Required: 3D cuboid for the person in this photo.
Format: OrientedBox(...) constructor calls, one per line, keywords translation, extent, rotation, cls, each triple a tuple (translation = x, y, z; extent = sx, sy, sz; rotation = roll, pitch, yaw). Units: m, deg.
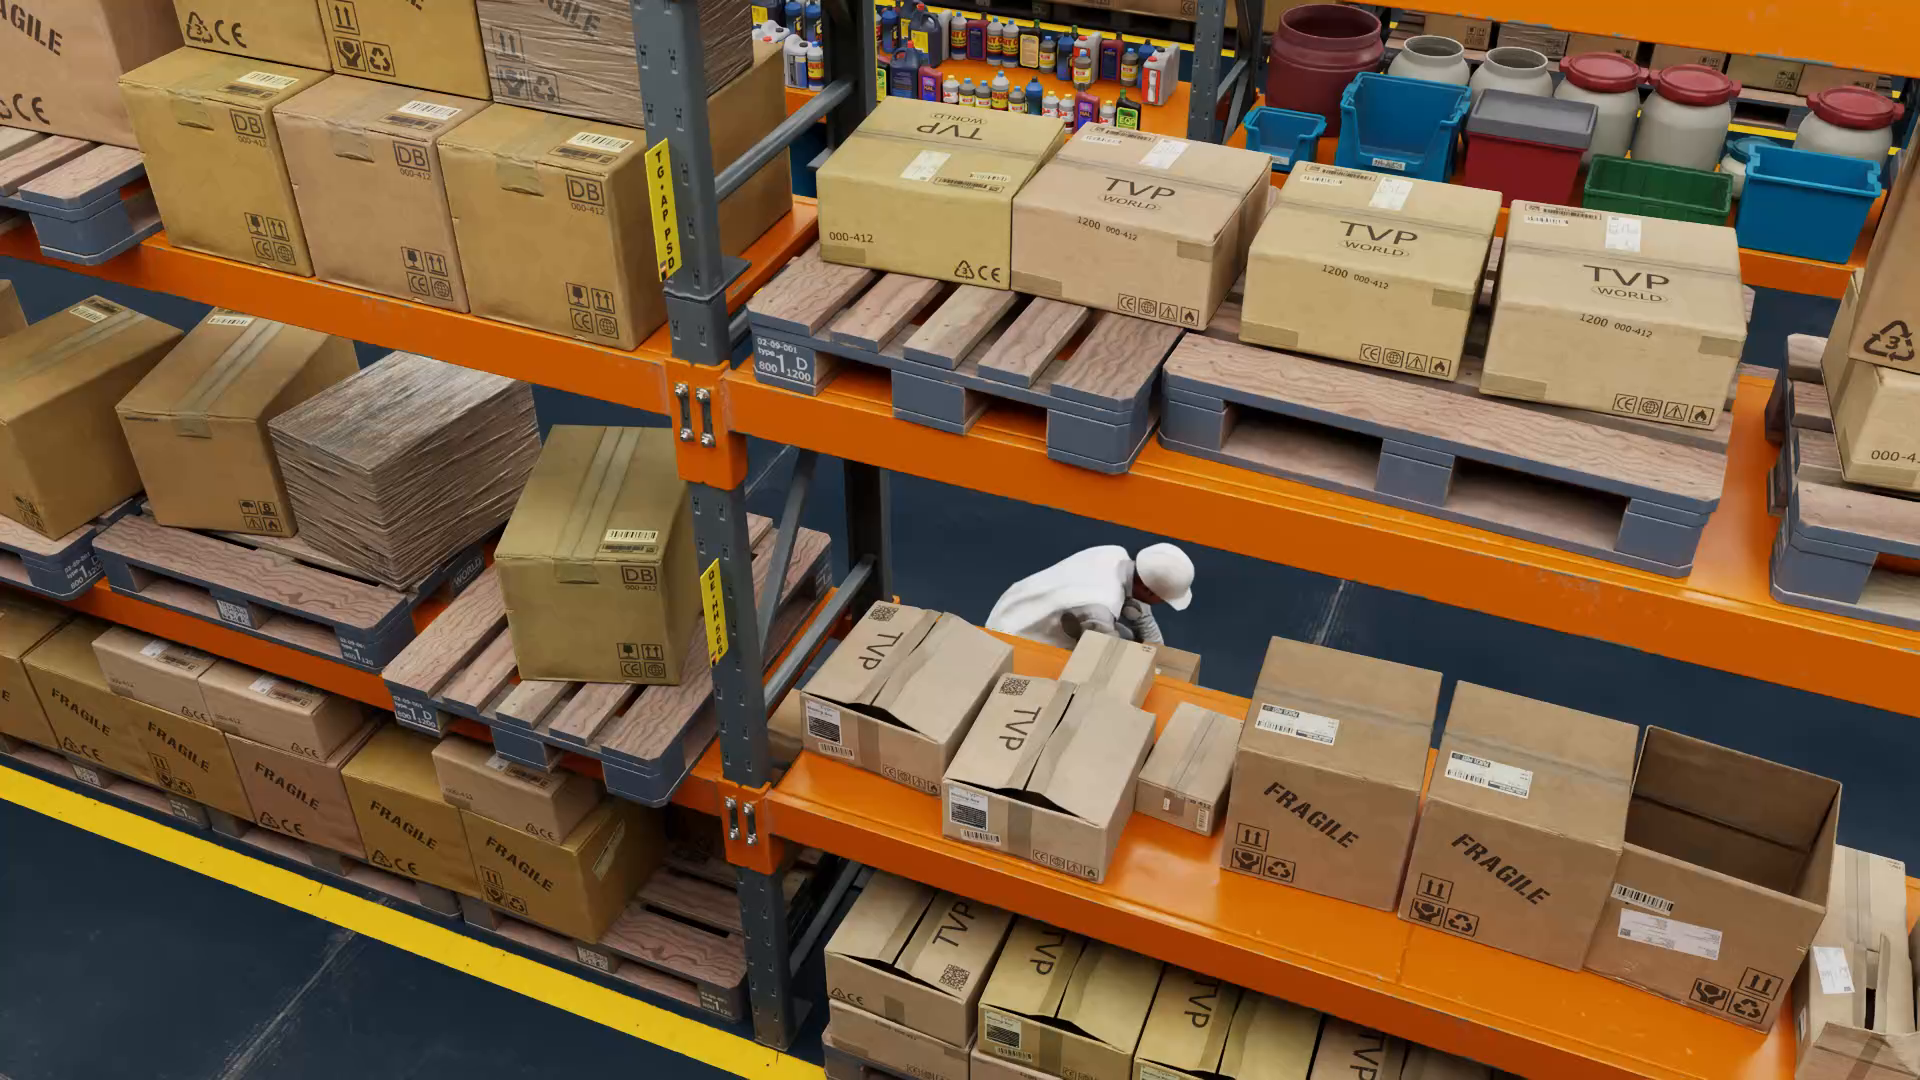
OrientedBox(translation=(0.531, 0.397, 6.916), extent=(0.878, 1.011, 0.516), rotation=(14, 39, 17), cls="person")
